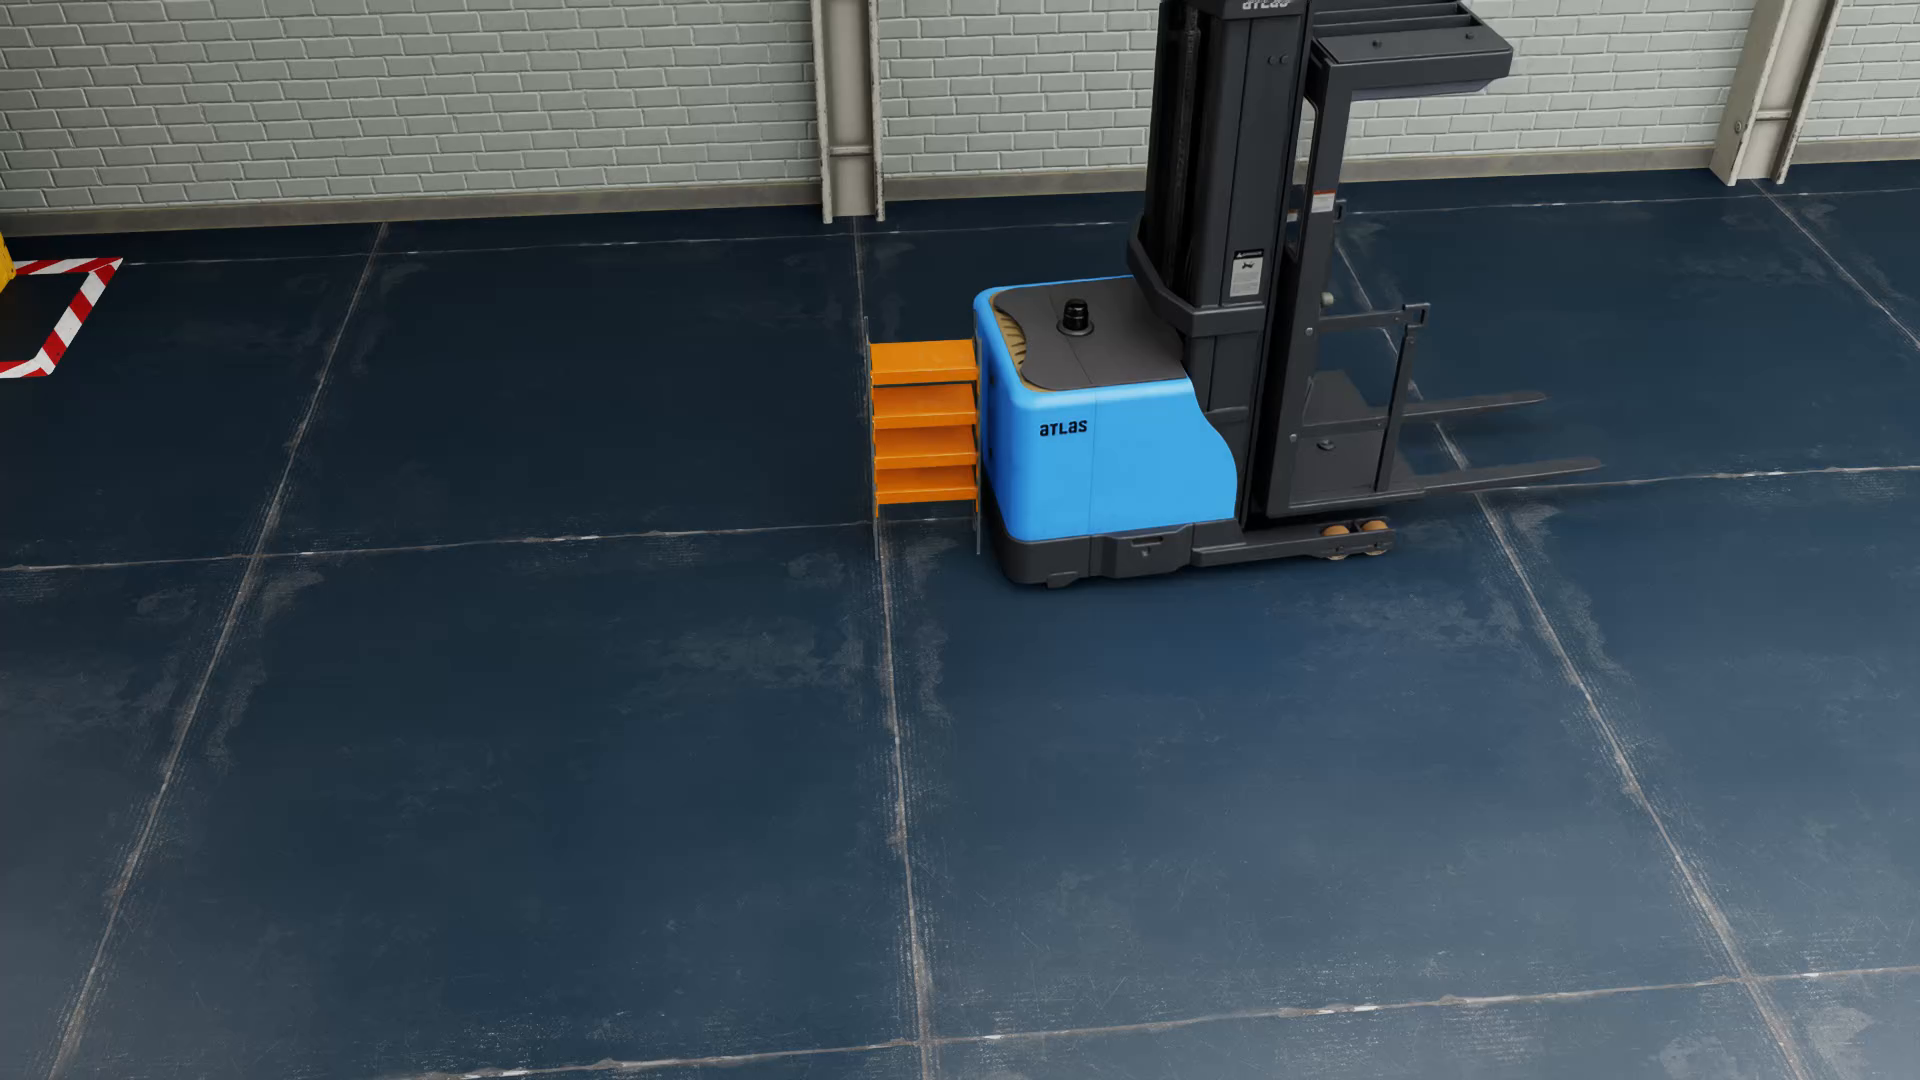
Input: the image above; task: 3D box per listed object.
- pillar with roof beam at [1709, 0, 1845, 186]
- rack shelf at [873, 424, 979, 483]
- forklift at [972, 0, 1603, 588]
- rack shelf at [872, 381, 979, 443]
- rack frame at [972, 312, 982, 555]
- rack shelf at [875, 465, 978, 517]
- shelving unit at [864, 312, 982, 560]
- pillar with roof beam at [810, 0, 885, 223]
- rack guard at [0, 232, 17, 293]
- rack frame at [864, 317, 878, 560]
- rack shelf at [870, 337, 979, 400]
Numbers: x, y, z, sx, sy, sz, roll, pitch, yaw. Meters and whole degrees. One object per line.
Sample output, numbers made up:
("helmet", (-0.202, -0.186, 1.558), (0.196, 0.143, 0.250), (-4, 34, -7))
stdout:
("pillar with roof beam", (5.666, -3.338, 5.038), (0.400, 9.000, 9.100), (-3, 38, -4))
("rack shelf", (-0.165, -0.409, 7.730), (0.480, 0.148, 0.258), (-3, 38, -4))
("forklift", (1.617, -1.371, 7.443), (3.031, 2.935, 1.130), (-7, 39, -8))
("rack shelf", (-0.165, -0.585, 7.592), (0.480, 0.148, 0.258), (-3, 38, -4))
("rack frame", (0.078, -0.475, 7.706), (0.015, 1.200, 0.240), (-3, 38, -4))
("rack shelf", (-0.165, -0.253, 7.853), (0.480, 0.148, 0.258), (-3, 38, -4))
("shelving unit", (-0.165, -0.462, 7.689), (0.503, 1.200, 0.258), (-3, 38, -4))
("pillar with roof beam", (-0.310, -3.009, 4.621), (0.400, 9.000, 9.100), (-3, 38, -4))
("rack guard", (-5.871, -1.483, 9.548), (0.348, 0.500, 1.175), (-3, 38, -4))
("rack frame", (-0.408, -0.449, 7.672), (0.015, 1.200, 0.240), (-3, 38, -4))
("rack shelf", (-0.165, -0.770, 7.445), (0.480, 0.148, 0.258), (-3, 38, -4))
